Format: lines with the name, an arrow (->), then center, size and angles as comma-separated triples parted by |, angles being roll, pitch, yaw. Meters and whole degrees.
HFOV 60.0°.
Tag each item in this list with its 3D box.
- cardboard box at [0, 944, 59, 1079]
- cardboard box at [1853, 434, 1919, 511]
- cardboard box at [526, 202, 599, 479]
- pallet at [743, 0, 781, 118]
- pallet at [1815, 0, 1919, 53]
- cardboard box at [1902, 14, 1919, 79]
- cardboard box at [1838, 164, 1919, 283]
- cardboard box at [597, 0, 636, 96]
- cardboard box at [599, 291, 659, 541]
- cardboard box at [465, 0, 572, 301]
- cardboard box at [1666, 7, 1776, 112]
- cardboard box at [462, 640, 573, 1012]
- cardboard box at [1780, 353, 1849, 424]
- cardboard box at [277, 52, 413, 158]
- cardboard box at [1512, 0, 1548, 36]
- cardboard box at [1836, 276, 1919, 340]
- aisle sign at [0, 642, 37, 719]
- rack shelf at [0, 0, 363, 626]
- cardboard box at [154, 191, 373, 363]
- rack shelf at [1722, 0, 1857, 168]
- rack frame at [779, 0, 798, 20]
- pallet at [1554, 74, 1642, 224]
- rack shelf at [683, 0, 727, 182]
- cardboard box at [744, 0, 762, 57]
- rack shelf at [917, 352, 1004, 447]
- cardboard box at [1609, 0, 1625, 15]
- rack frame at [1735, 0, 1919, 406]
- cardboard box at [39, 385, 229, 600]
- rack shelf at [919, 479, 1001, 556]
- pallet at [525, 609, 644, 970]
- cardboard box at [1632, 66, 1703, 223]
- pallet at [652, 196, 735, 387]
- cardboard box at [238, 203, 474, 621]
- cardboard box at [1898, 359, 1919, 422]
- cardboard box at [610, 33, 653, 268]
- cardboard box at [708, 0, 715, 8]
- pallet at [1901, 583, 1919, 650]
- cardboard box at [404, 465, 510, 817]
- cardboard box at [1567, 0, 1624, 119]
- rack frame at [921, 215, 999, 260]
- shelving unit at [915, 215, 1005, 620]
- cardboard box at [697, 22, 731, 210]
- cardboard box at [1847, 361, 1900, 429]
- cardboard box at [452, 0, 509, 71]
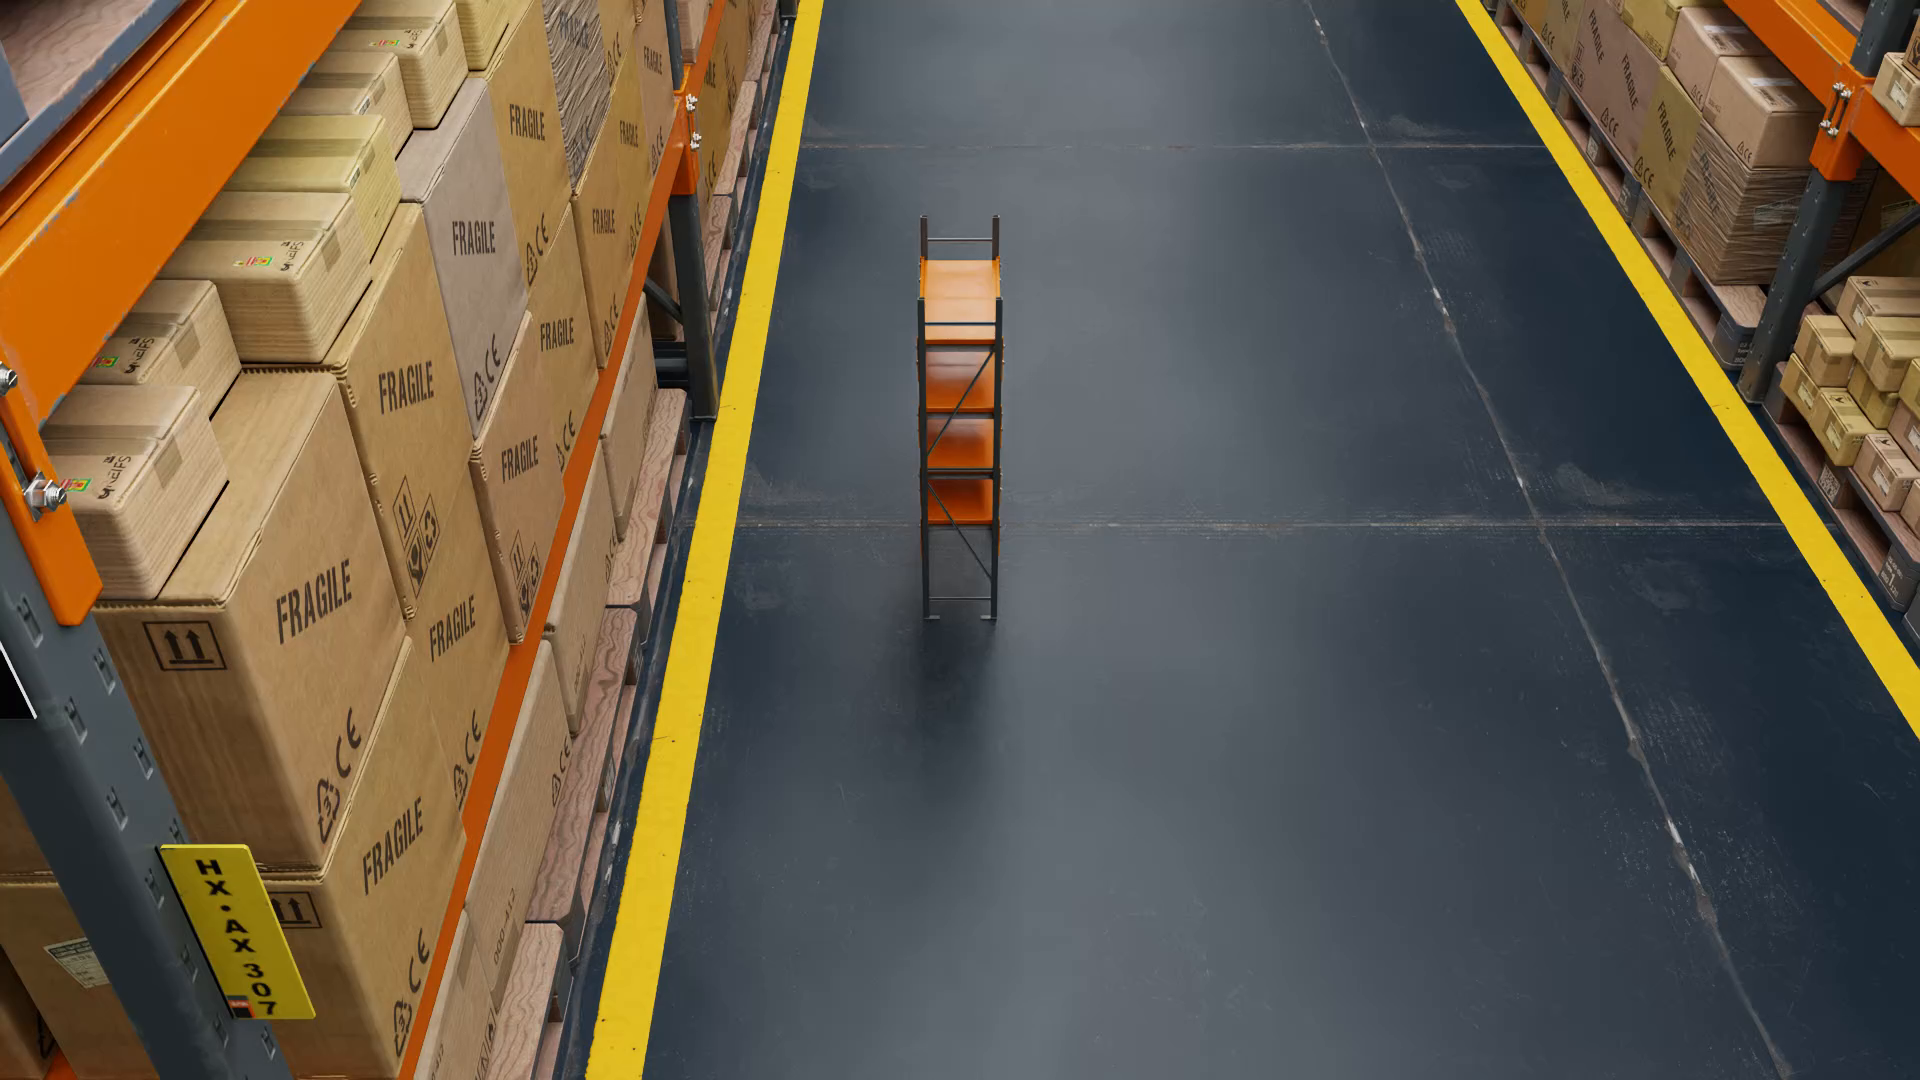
cardboard box -> -1.685, 0.502, 2.645 | 0.500, 0.500, 0.500 | 0, 39, 0
cardboard box -> 3.258, -0.228, 5.579 | 0.380, 0.149, 0.250 | 0, 39, 0
cardboard box -> -1.161, -0.445, 3.827 | 0.500, 0.500, 0.500 | 1, 39, 1
pallet -> -1.503, -2.579, 8.800 | 1.003, 0.211, 1.213 | 0, 39, 0
pallet -> 3.670, -2.129, 6.162 | 1.003, 0.211, 1.213 | 0, 39, 0
cardboard box -> 3.274, -1.571, 4.994 | 0.500, 0.500, 0.500 | -1, 39, -1
cardboard box -> 3.790, -1.377, 6.732 | 0.500, 0.500, 0.500 | 1, 39, 2
cardboard box -> -1.155, -1.476, 4.314 | 0.500, 0.500, 0.500 | -1, 39, -1
cardboard box -> -1.531, -0.431, 5.602 | 0.875, 0.438, 0.875 | -1, 39, -1
cardboard box -> -1.153, -0.844, 3.526 | 0.500, 0.500, 0.500 | 0, 39, 0
cardboard box -> 3.285, -1.994, 6.903 | 0.500, 0.250, 0.500 | 2, 39, 2
cardboard box -> -1.530, 0.693, 4.199 | 0.875, 0.438, 0.875 | 1, 39, 1
cardboard box -> 3.205, -0.550, 5.981 | 0.380, 0.149, 0.250 | -2, 39, -2
cardboard box -> -1.172, -0.718, 2.849 | 0.380, 0.149, 0.250 | 0, 39, 0
cardboard box -> 3.267, -2.973, 8.725 | 0.500, 0.500, 0.500 | -2, 39, -2
cardboard box -> 3.319, -0.794, 5.810 | 0.380, 0.149, 0.250 | 1, 39, 2
aisle sign -> -1.129, -0.128, 1.432 | 0.394, 0.787, 0.004 | 0, 39, 0
rack shelf -> -1.422, -1.298, 3.148 | 1.077, 0.370, 4.000 | 0, 39, 0
cardboard box -> -1.100, -0.389, 2.438 | 0.380, 0.149, 0.250 | 1, 39, 1
rack shelf -> 3.524, -2.696, 7.291 | 1.077, 0.370, 4.000 | 0, 39, 0
rack frame -> -1.429, -4.161, 8.543 | 1.000, 3.000, 0.127 | 0, 39, 0
pallet -> 3.519, -1.890, 7.939 | 1.003, 0.211, 1.213 | 0, 39, 0
rack shelf -> -1.426, -2.629, 7.208 | 1.077, 0.370, 4.000 | 0, 39, 0
cardboard box -> -1.511, -3.063, 8.537 | 0.875, 0.875, 0.875 | 0, 39, 0
rack shelf -> 0.000, -0.487, 5.148 | 0.258, 0.148, 0.480 | 0, 39, 0
cardboard box -> 3.268, -2.651, 7.722 | 0.500, 0.250, 0.500 | 0, 39, 0
rack frame -> 3.526, -1.726, 5.505 | 1.000, 3.000, 0.127 | 0, 39, 0
cardboard box -> -1.143, -0.062, 2.031 | 0.380, 0.149, 0.250 | 1, 39, 1
rack shelf -> 0.000, -0.157, 5.412 | 0.258, 0.148, 0.480 | 0, 39, 0
pallet -> -1.497, 0.669, 4.746 | 1.003, 0.211, 1.213 | 0, 39, 0
cardboard box -> 3.273, -1.698, 7.133 | 0.500, 0.500, 0.500 | -1, 39, -1
pallet -> -1.500, -1.054, 6.896 | 1.003, 0.211, 1.213 | 0, 39, 0
cardboard box -> -1.143, -0.211, 2.735 | 0.500, 0.500, 0.500 | -1, 39, -1
cardboard box -> 3.310, -0.464, 5.398 | 0.380, 0.149, 0.250 | -1, 39, -1
cardboard box -> -1.162, -1.087, 4.627 | 0.500, 0.500, 0.500 | -1, 39, -1
cardboard box -> -1.163, -2.200, 6.216 | 0.500, 0.250, 0.500 | -1, 39, -1
pallet -> 3.566, 0.547, 4.899 | 1.003, 0.211, 1.213 | 0, 39, 0
cardboard box -> -1.161, 0.186, 3.039 | 0.500, 0.500, 0.500 | -1, 39, -1
cardboard box -> 3.276, -2.338, 7.932 | 0.500, 0.500, 0.500 | -1, 39, -1
rack frame -> 0.000, -0.517, 5.436 | 0.240, 1.200, 0.015 | 0, 39, 0
shelving unit -> 0.000, -0.365, 5.246 | 0.258, 1.200, 0.503 | 0, 39, 0
cardboard box -> -1.514, -1.947, 7.144 | 0.875, 0.875, 0.875 | 1, 39, 1
cardboard box -> 3.296, -0.508, 5.692 | 0.380, 0.149, 0.250 | 0, 39, 0
cardboard box -> -1.103, -1.032, 3.241 | 0.380, 0.149, 0.250 | -1, 39, -1
